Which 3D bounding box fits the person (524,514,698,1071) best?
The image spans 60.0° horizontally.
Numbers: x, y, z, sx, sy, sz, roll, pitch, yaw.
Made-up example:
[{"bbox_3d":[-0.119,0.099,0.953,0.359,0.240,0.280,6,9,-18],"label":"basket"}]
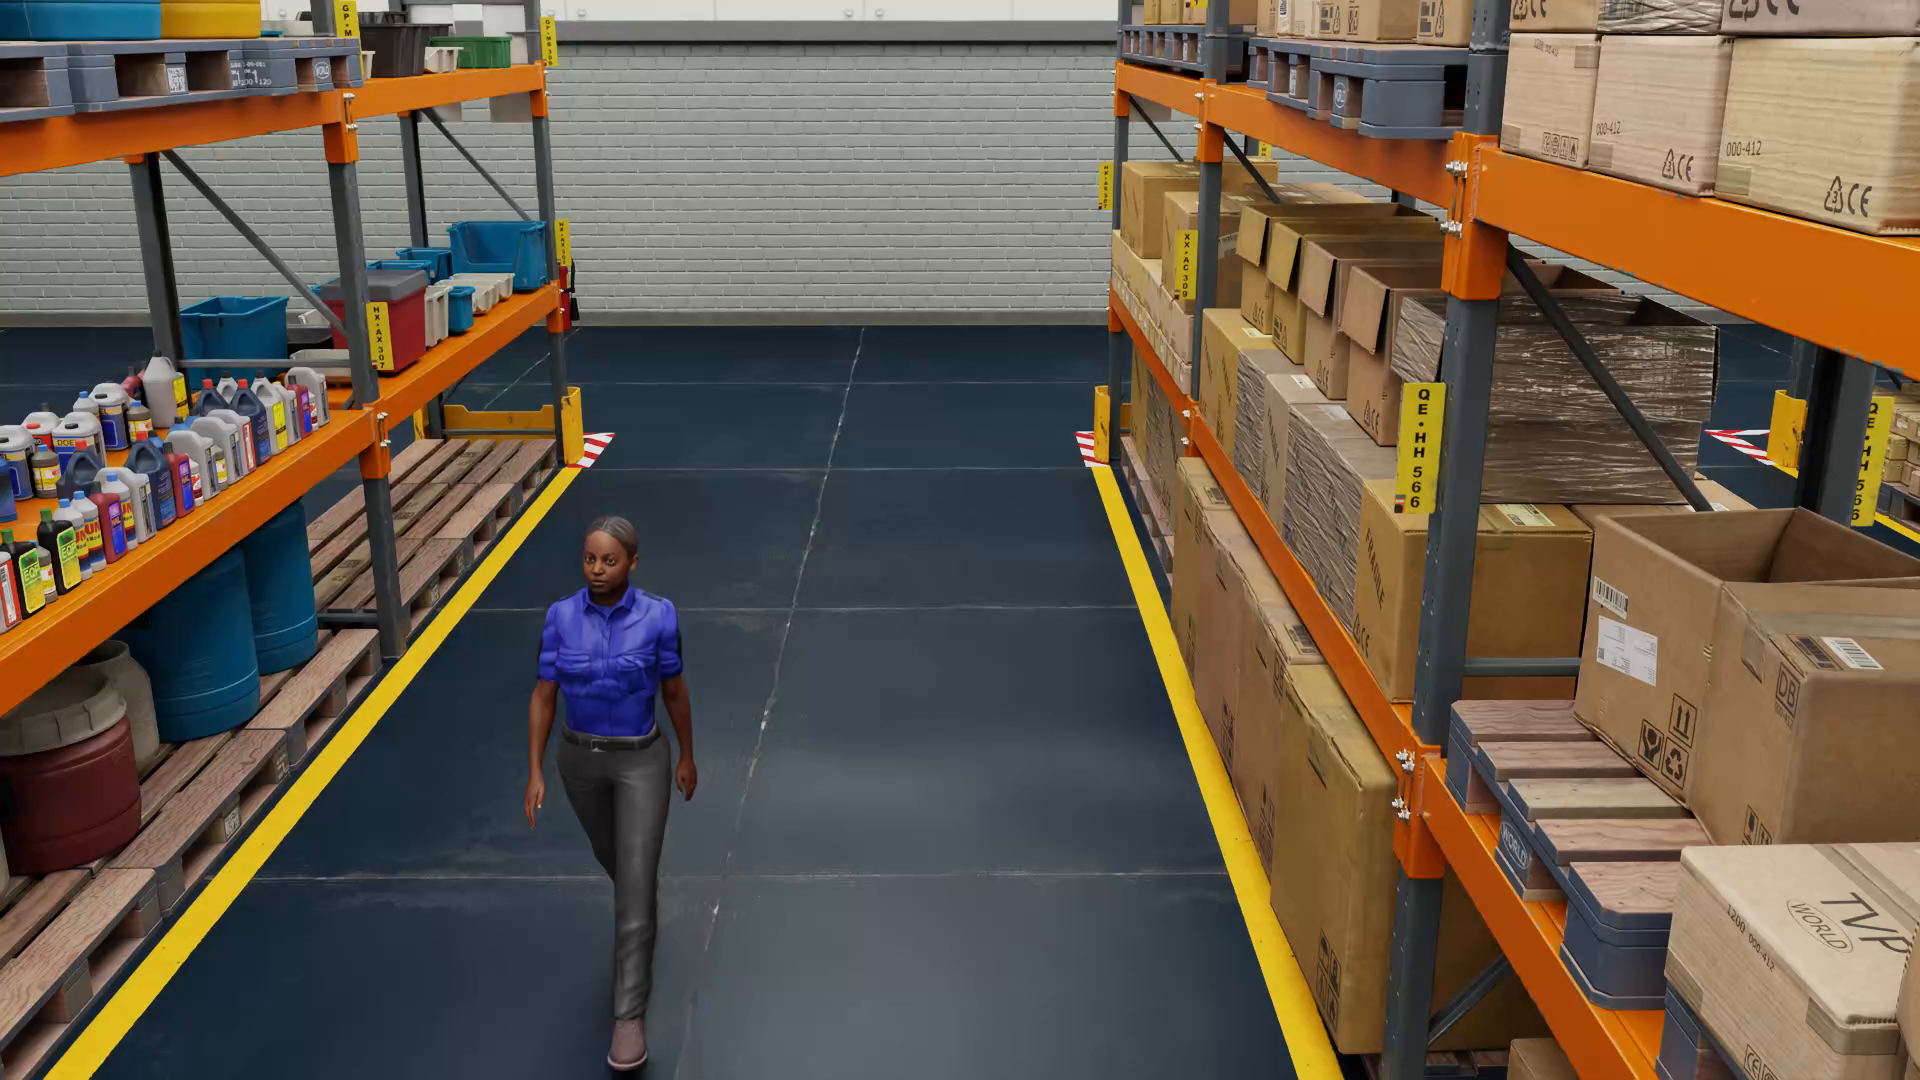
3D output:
[{"bbox_3d":[-1.106,0.714,5.236,0.473,1.595,0.989,1,17,3],"label":"person"}]
